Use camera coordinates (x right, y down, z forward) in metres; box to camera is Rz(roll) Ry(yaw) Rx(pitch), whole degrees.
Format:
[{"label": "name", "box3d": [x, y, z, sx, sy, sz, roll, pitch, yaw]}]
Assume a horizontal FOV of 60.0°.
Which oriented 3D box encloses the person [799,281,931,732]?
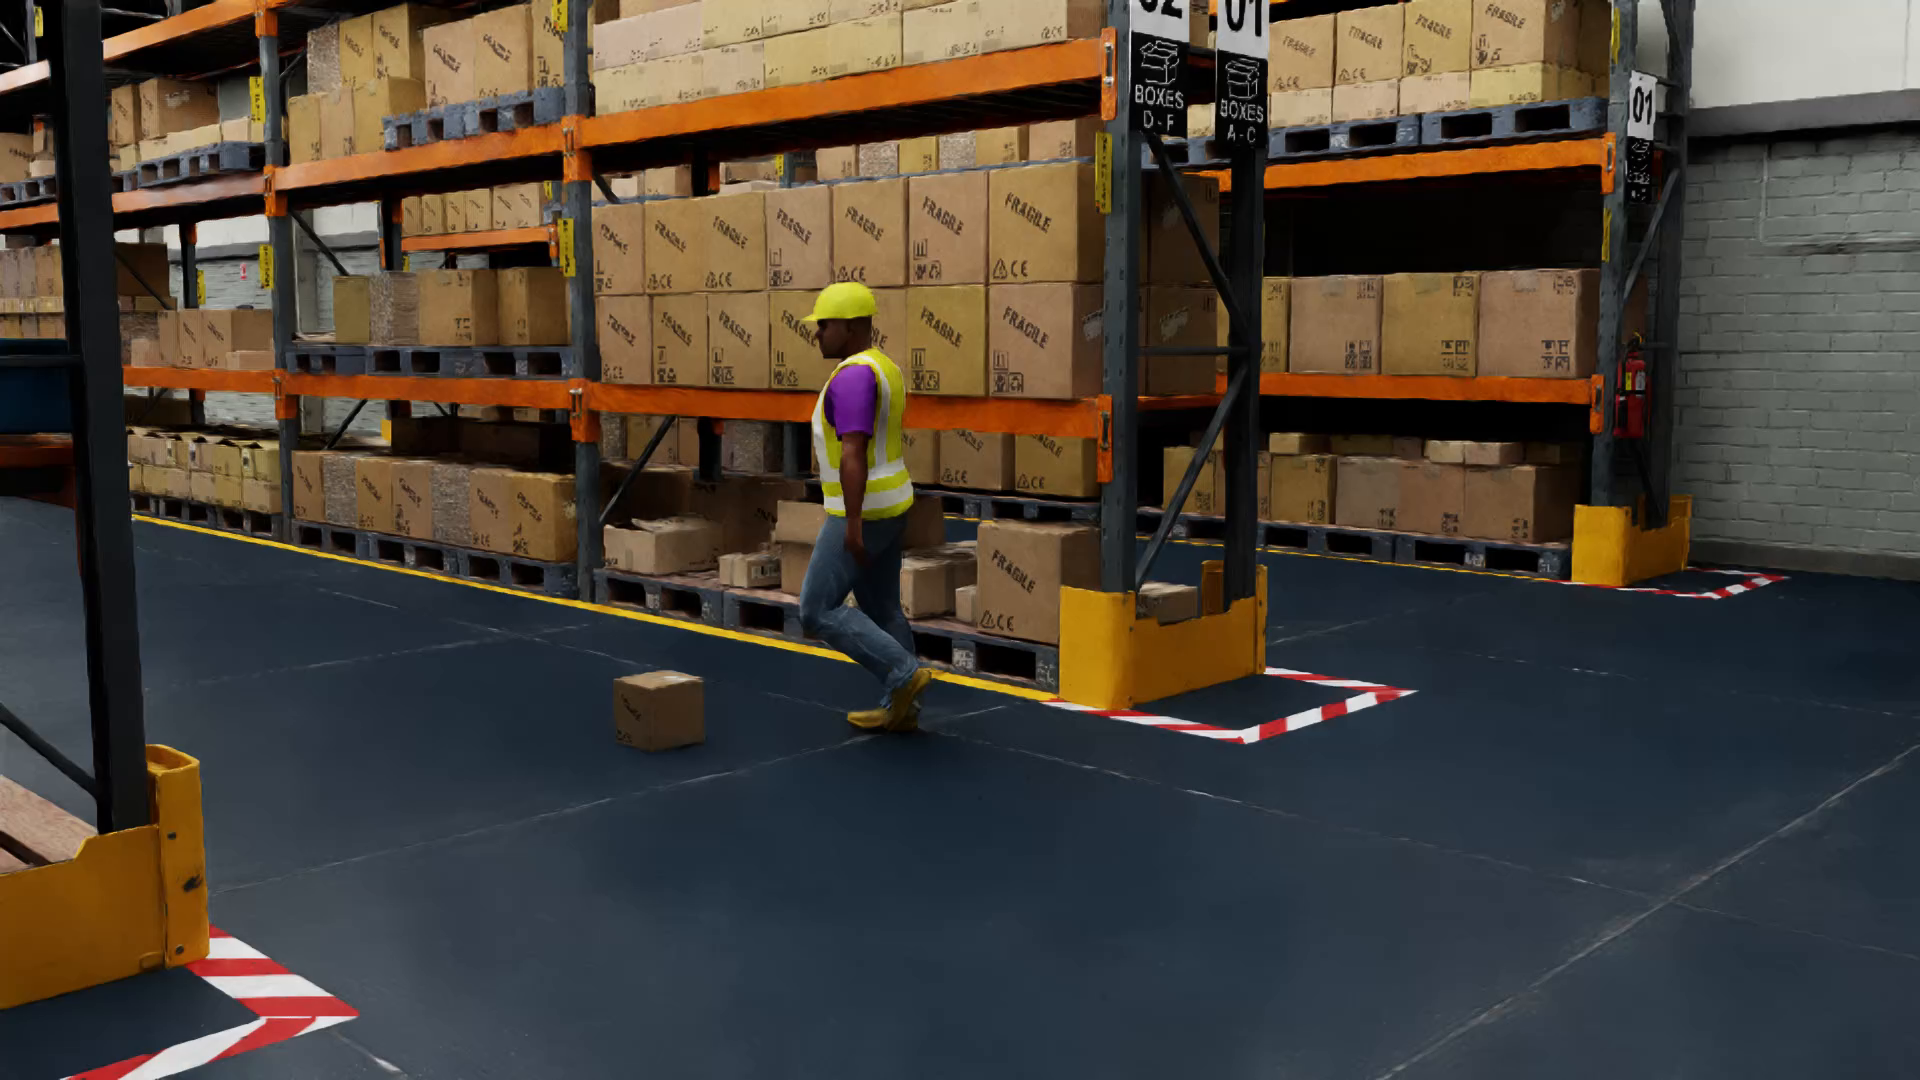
[{"label": "person", "box3d": [-0.346, -0.105, 6.376, 0.494, 1.754, 0.726, 1, 7, 10]}]
